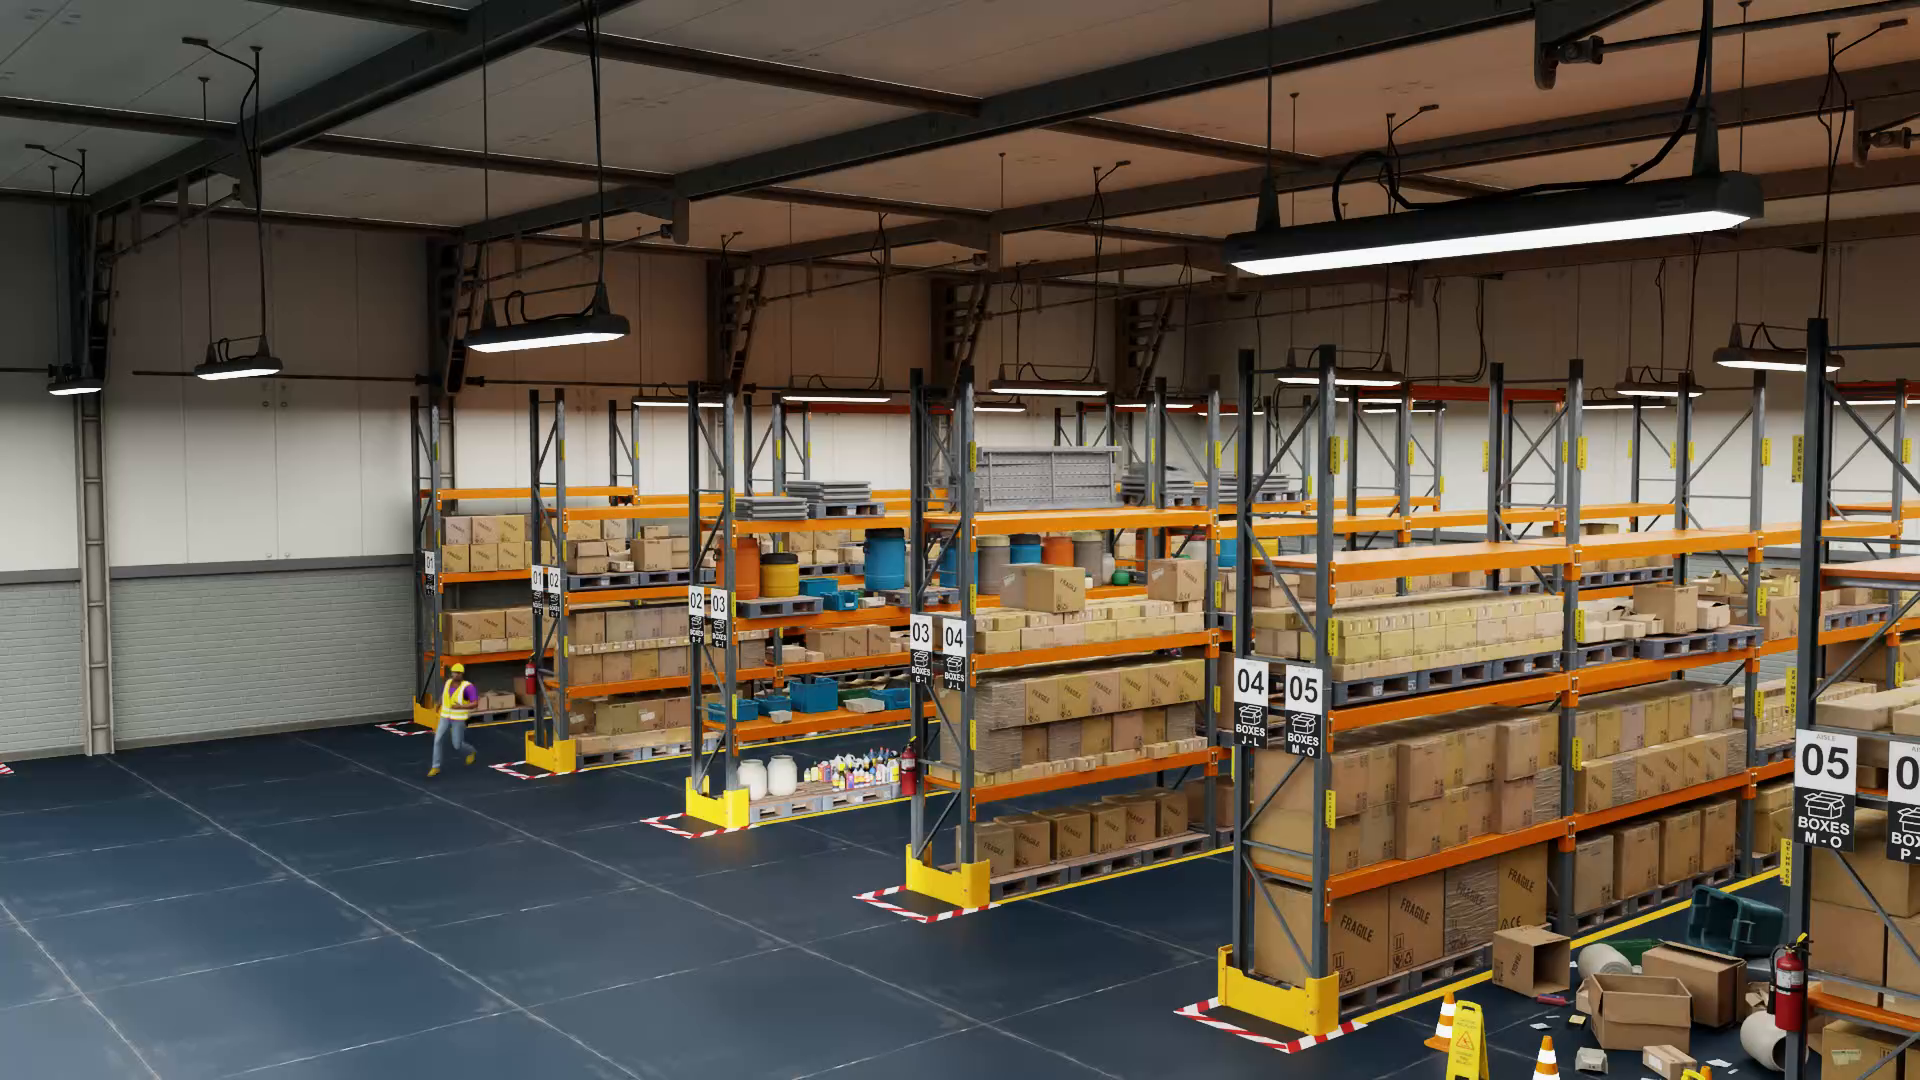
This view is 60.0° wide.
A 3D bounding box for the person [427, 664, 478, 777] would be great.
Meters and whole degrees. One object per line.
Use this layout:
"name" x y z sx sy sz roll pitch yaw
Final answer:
"person" -7.870 2.791 25.991 0.731 1.731 0.861 1 3 14
